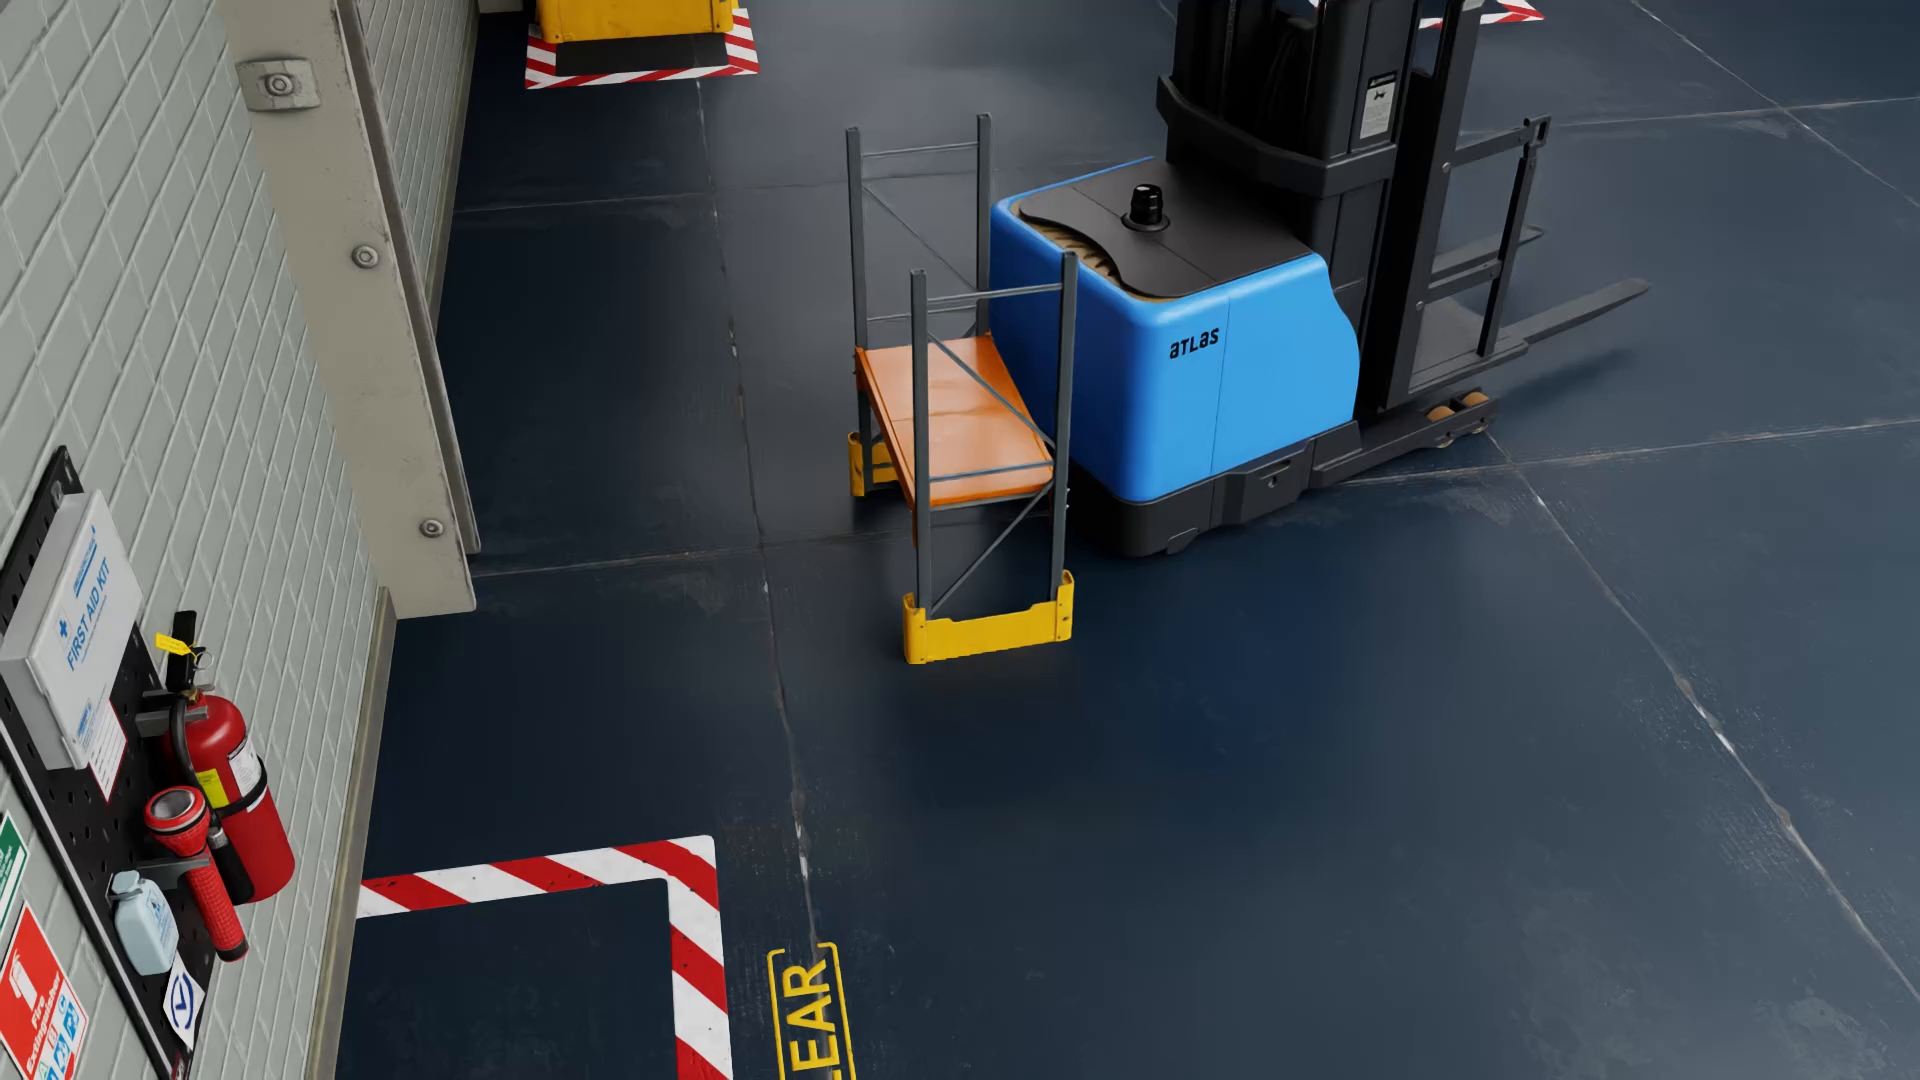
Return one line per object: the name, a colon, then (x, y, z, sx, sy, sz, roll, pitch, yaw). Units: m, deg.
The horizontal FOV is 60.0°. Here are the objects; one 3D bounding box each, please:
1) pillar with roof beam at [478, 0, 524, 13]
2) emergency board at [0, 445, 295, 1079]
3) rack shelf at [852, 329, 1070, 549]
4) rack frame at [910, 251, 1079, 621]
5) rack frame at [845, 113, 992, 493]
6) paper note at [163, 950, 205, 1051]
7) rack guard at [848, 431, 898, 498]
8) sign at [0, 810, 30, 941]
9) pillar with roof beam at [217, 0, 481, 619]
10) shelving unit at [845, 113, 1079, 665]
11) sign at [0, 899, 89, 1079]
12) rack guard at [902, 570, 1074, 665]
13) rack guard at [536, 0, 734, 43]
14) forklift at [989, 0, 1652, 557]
pillar with roof beam: (1.273, -7.493, 8.559, 9.100, 9.000, 0.400, -6, 38, -8)
emergency board: (-1.518, 0.460, 3.212, 0.194, 1.169, 0.643, -6, 38, -8)
rack shelf: (-0.019, -0.377, 5.807, 0.538, 0.185, 1.000, -9, 39, -11)
rack frame: (0.102, -0.216, 5.306, 0.500, 1.500, 0.032, -9, 39, -11)
rack frame: (-0.139, -0.822, 6.086, 0.500, 1.500, 0.032, -9, 39, -11)
paper note: (-1.555, 0.923, 3.336, 0.016, 0.148, 0.142, -6, 38, -8)
rack guard: (-0.139, -0.328, 6.469, 0.587, 0.250, 0.087, -9, 39, -11)
sign: (-1.515, 0.578, 2.600, 0.001, 0.109, 0.331, -6, 38, -8)
pillar with roof beam: (2.324, -3.868, 3.895, 9.100, 9.000, 0.400, -6, 38, -8)
shelving unit: (-0.021, -0.525, 5.703, 0.587, 1.500, 1.083, -9, 39, -11)
sign: (-1.523, 0.791, 2.757, 0.001, 0.329, 0.234, -6, 38, -8)
rack guard: (0.097, 0.266, 5.704, 0.587, 0.250, 0.087, -9, 39, -11)
rack guard: (-2.005, -3.389, 10.205, 1.175, 0.500, 0.348, -6, 38, -8)
forklift: (1.600, -1.783, 6.156, 3.031, 2.935, 1.130, -21, 43, -25)
